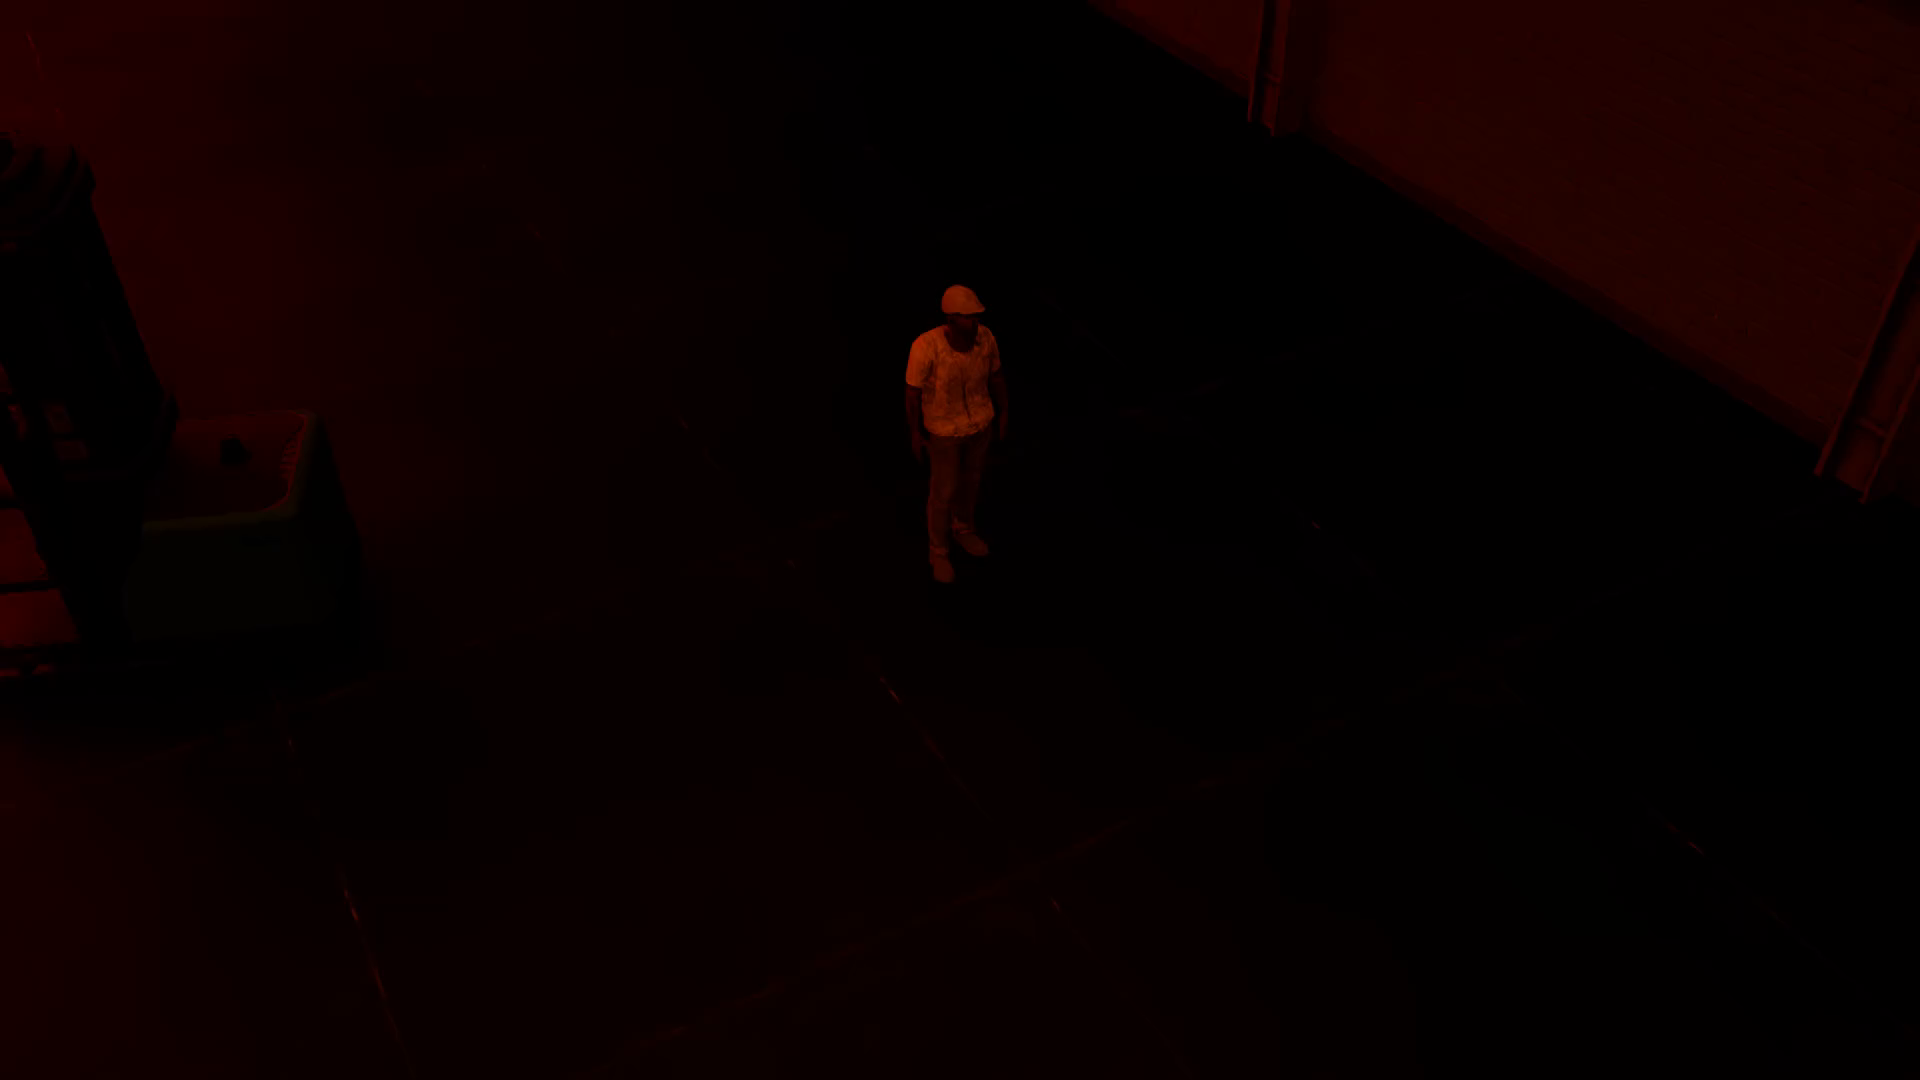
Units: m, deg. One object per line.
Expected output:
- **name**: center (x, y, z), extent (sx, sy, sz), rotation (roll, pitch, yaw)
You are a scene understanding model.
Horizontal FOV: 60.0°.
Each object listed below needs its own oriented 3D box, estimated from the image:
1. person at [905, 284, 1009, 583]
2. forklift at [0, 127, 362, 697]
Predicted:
- **person**: center (0.030, -0.643, 9.717), extent (0.665, 1.760, 0.576), rotation (-20, 44, -23)
- **forklift**: center (-5.086, -0.618, 8.781), extent (3.031, 2.935, 1.130), rotation (-6, 40, -7)
